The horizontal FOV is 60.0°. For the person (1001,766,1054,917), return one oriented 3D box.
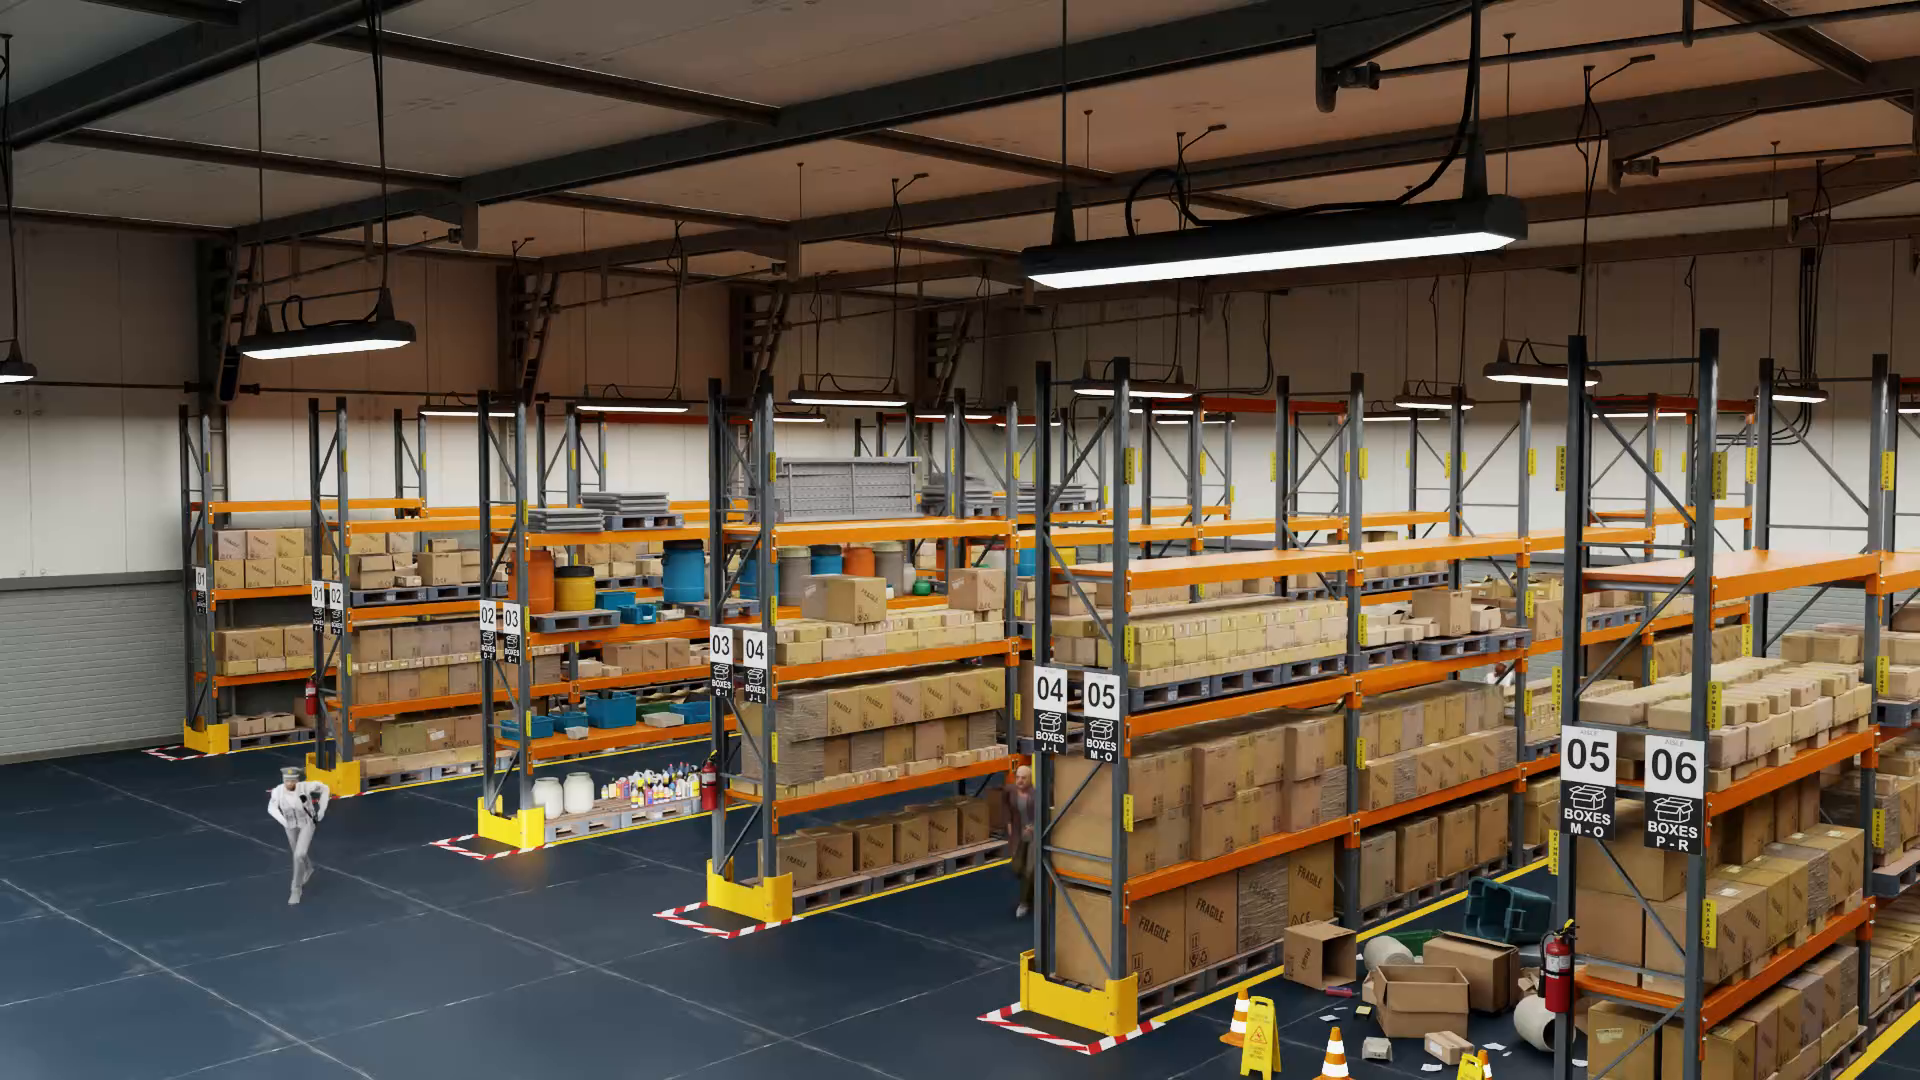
[{"bbox_3d":[0.772,3.346,18.654,0.700,1.710,0.793,1,3,18],"label":"person"}]

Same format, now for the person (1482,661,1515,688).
[{"bbox_3d":[8.903,2.806,27.446,0.690,1.760,1.026,2,4,36],"label":"person"}]

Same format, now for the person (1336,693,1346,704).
[{"bbox_3d":[5.959,3.000,25.084,0.700,1.752,0.989,3,4,41],"label":"person"}]

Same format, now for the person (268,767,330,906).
[{"bbox_3d":[-7.663,3.381,19.351,0.658,1.624,0.951,0,3,-9],"label":"person"}]
